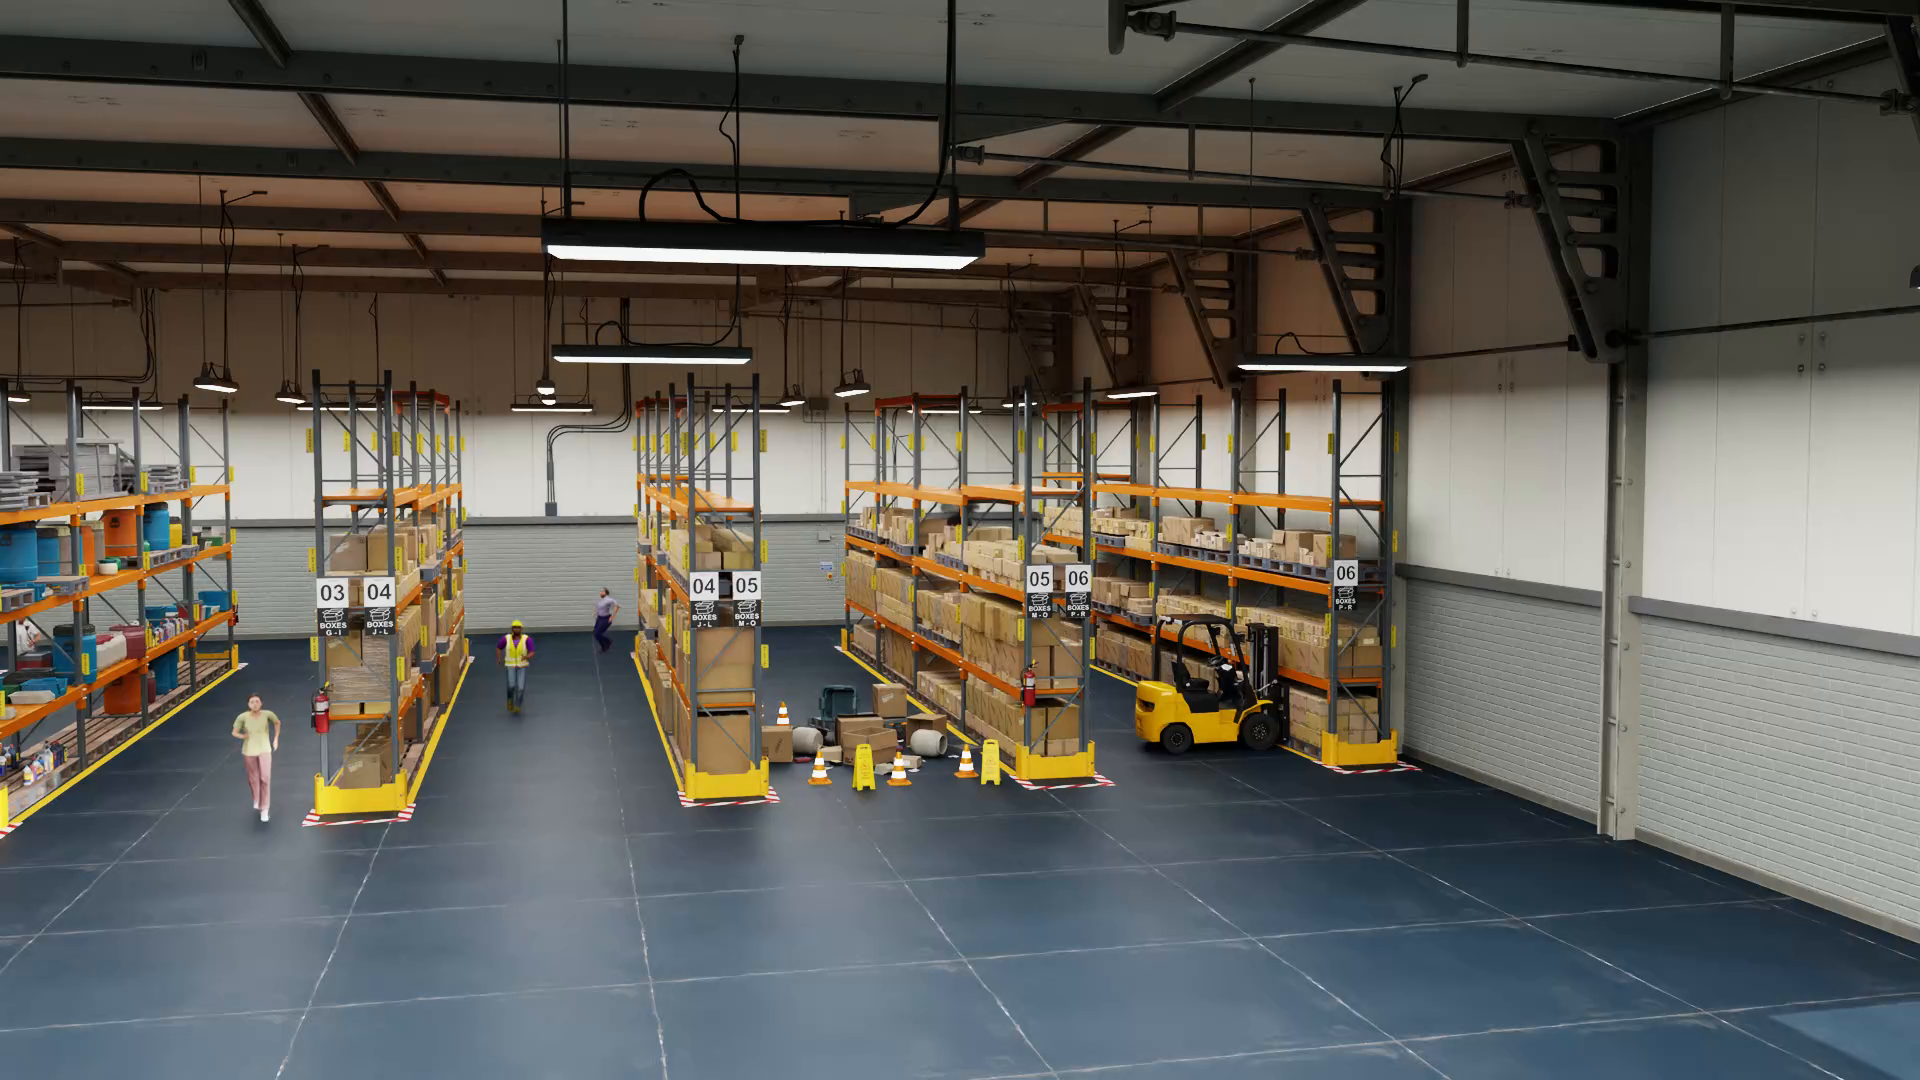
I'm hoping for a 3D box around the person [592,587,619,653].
[{"bbox_3d":[-8.519,1.920,39.726,0.505,1.587,0.704,-3,4,-42],"label":"person"}]

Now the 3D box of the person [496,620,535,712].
[{"bbox_3d":[-8.222,2.353,30.794,0.685,1.731,0.632,-1,3,-17],"label":"person"}]

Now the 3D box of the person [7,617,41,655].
[{"bbox_3d":[-18.931,2.241,33.576,0.585,1.652,0.765,-1,3,-17],"label":"person"}]

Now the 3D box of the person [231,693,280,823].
[{"bbox_3d":[-9.450,2.890,22.336,0.598,1.700,0.889,-1,4,-20],"label":"person"}]
